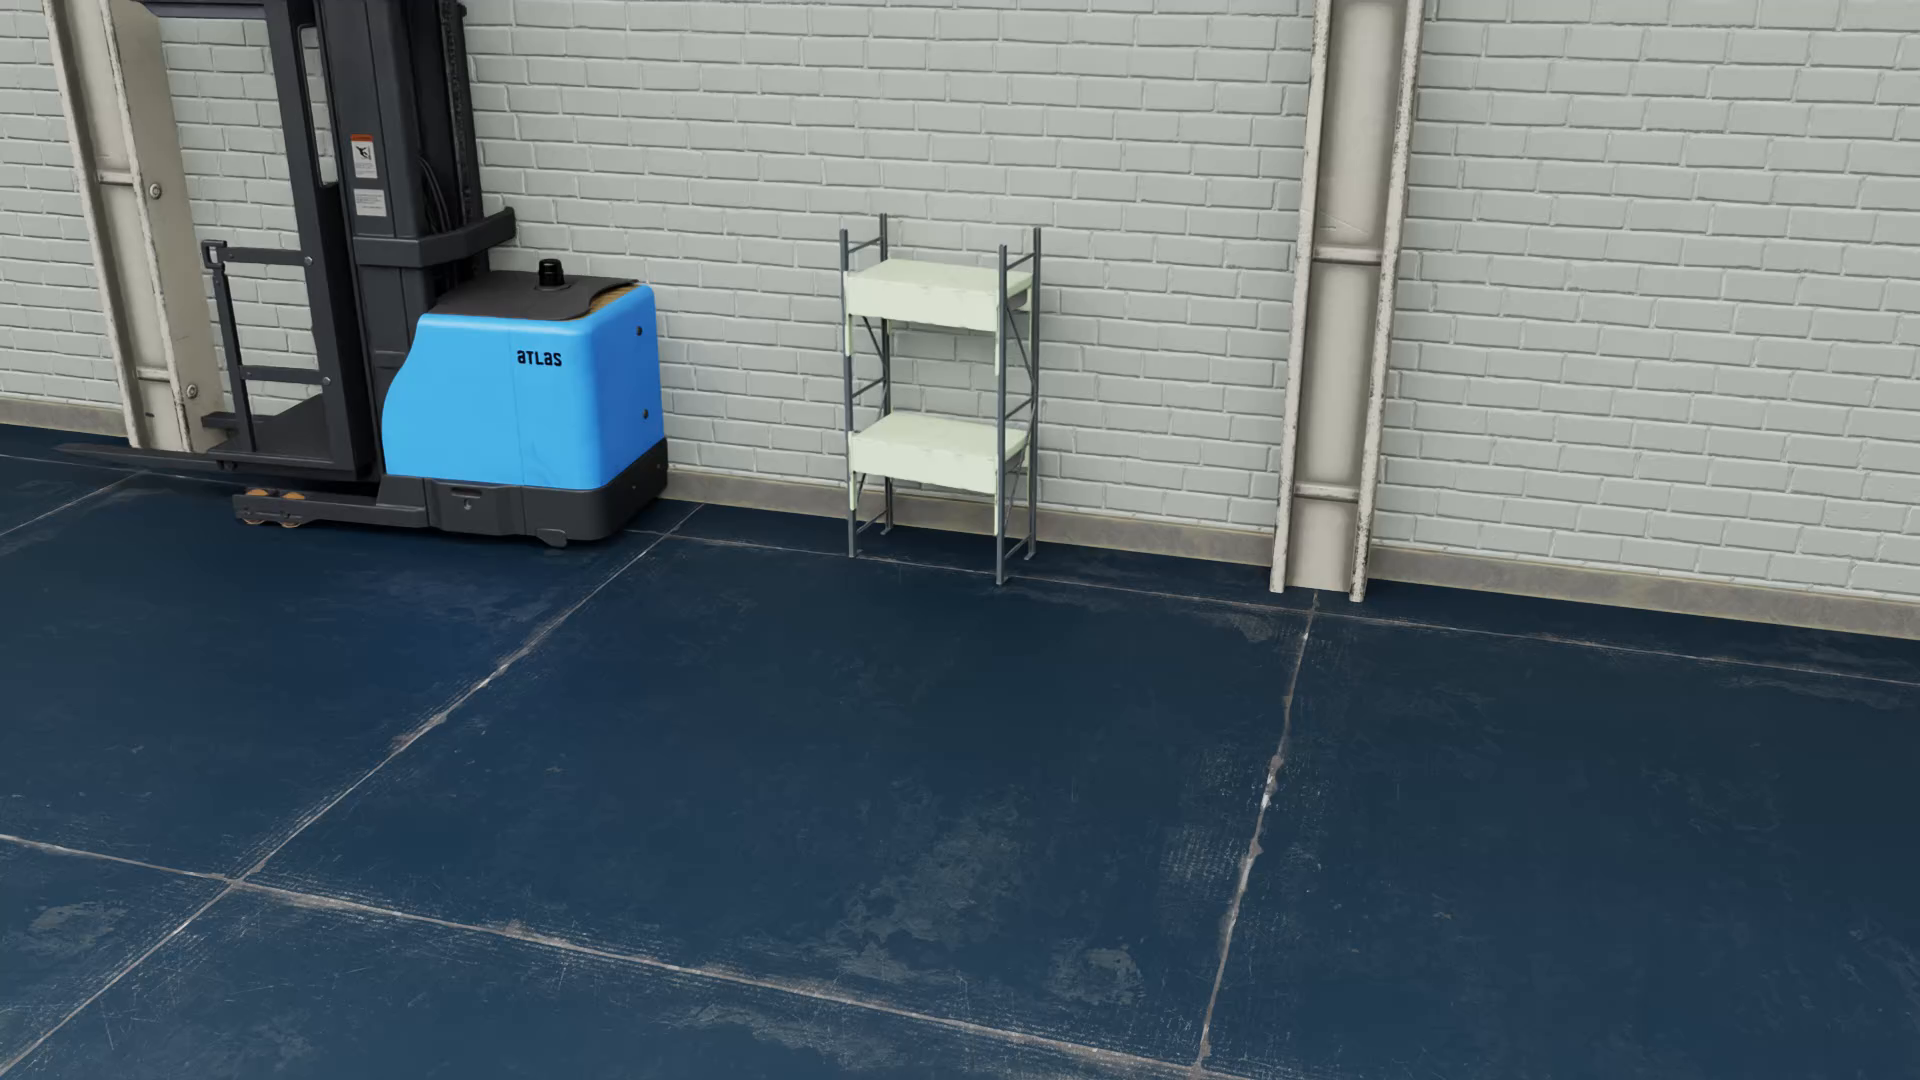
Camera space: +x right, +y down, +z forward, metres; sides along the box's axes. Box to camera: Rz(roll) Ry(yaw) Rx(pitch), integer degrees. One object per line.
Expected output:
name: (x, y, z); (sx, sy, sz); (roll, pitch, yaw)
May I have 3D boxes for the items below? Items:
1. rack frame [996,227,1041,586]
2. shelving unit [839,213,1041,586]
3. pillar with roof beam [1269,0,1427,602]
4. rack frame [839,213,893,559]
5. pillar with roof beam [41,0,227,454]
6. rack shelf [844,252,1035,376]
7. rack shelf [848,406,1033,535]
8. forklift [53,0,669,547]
rack frame: (0.252, -0.563, 7.164); (0.023, 1.500, 0.400); (10, 25, 23)
shelving unit: (-0.080, -0.621, 7.306); (0.755, 1.500, 0.431); (10, 25, 23)
pillar with roof beam: (0.336, -2.410, 1.788); (0.400, 9.000, 9.100); (7, 23, 16)
rack frame: (-0.413, -0.680, 7.448); (0.023, 1.500, 0.400); (10, 25, 23)
pillar with roof beam: (-5.408, -3.068, 3.391); (0.400, 9.000, 9.100); (7, 23, 16)
rack shelf: (-0.081, -0.982, 7.157); (0.720, 0.370, 0.431); (10, 25, 23)
rack shelf: (-0.080, -0.320, 7.431); (0.720, 0.370, 0.431); (10, 25, 23)
forklift: (-2.979, -1.601, 7.810); (3.031, 2.935, 1.130); (5, 23, 12)
